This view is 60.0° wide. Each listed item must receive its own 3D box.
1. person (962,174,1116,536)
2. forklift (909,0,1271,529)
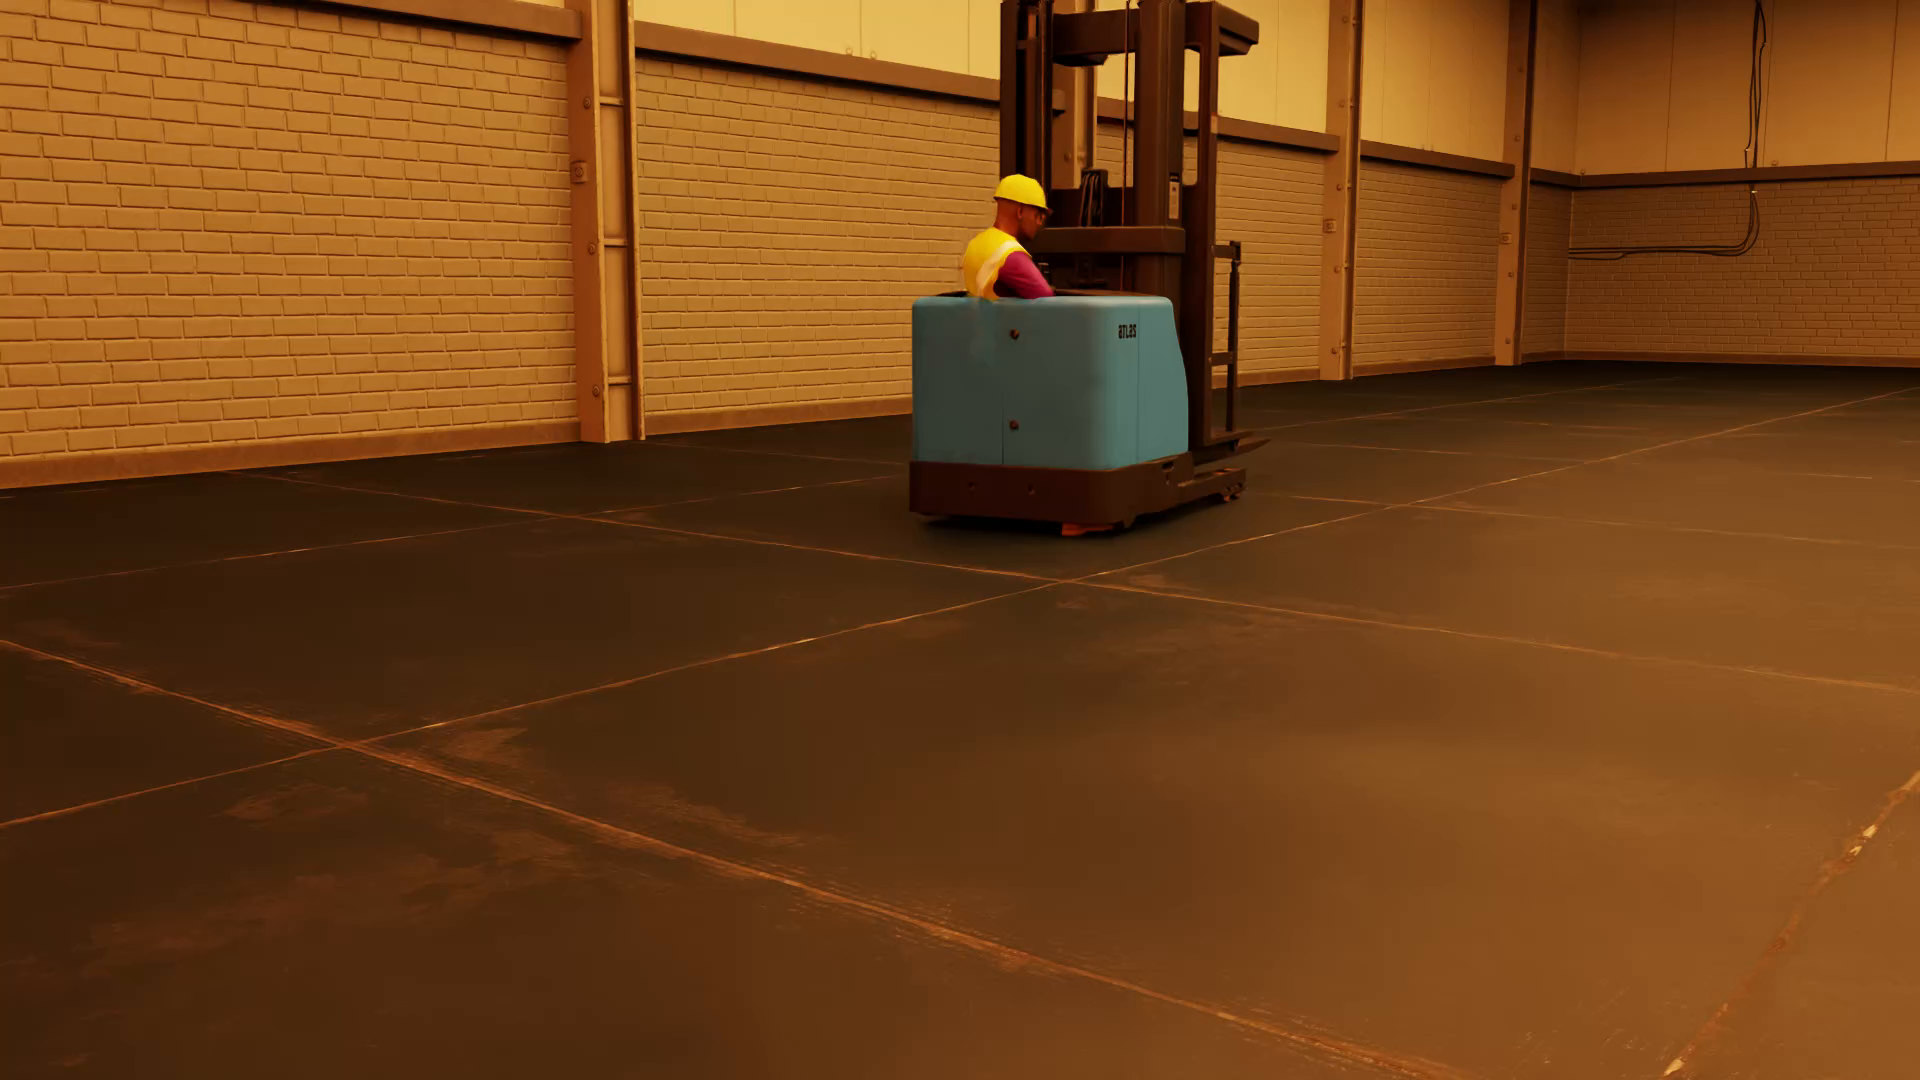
[{"bbox_3d":[0.348,-0.874,7.803,0.664,1.636,0.893,-2,9,-14],"label":"person"},{"bbox_3d":[0.888,-1.673,8.718,1.130,2.935,3.031,4,9,27],"label":"forklift"}]
